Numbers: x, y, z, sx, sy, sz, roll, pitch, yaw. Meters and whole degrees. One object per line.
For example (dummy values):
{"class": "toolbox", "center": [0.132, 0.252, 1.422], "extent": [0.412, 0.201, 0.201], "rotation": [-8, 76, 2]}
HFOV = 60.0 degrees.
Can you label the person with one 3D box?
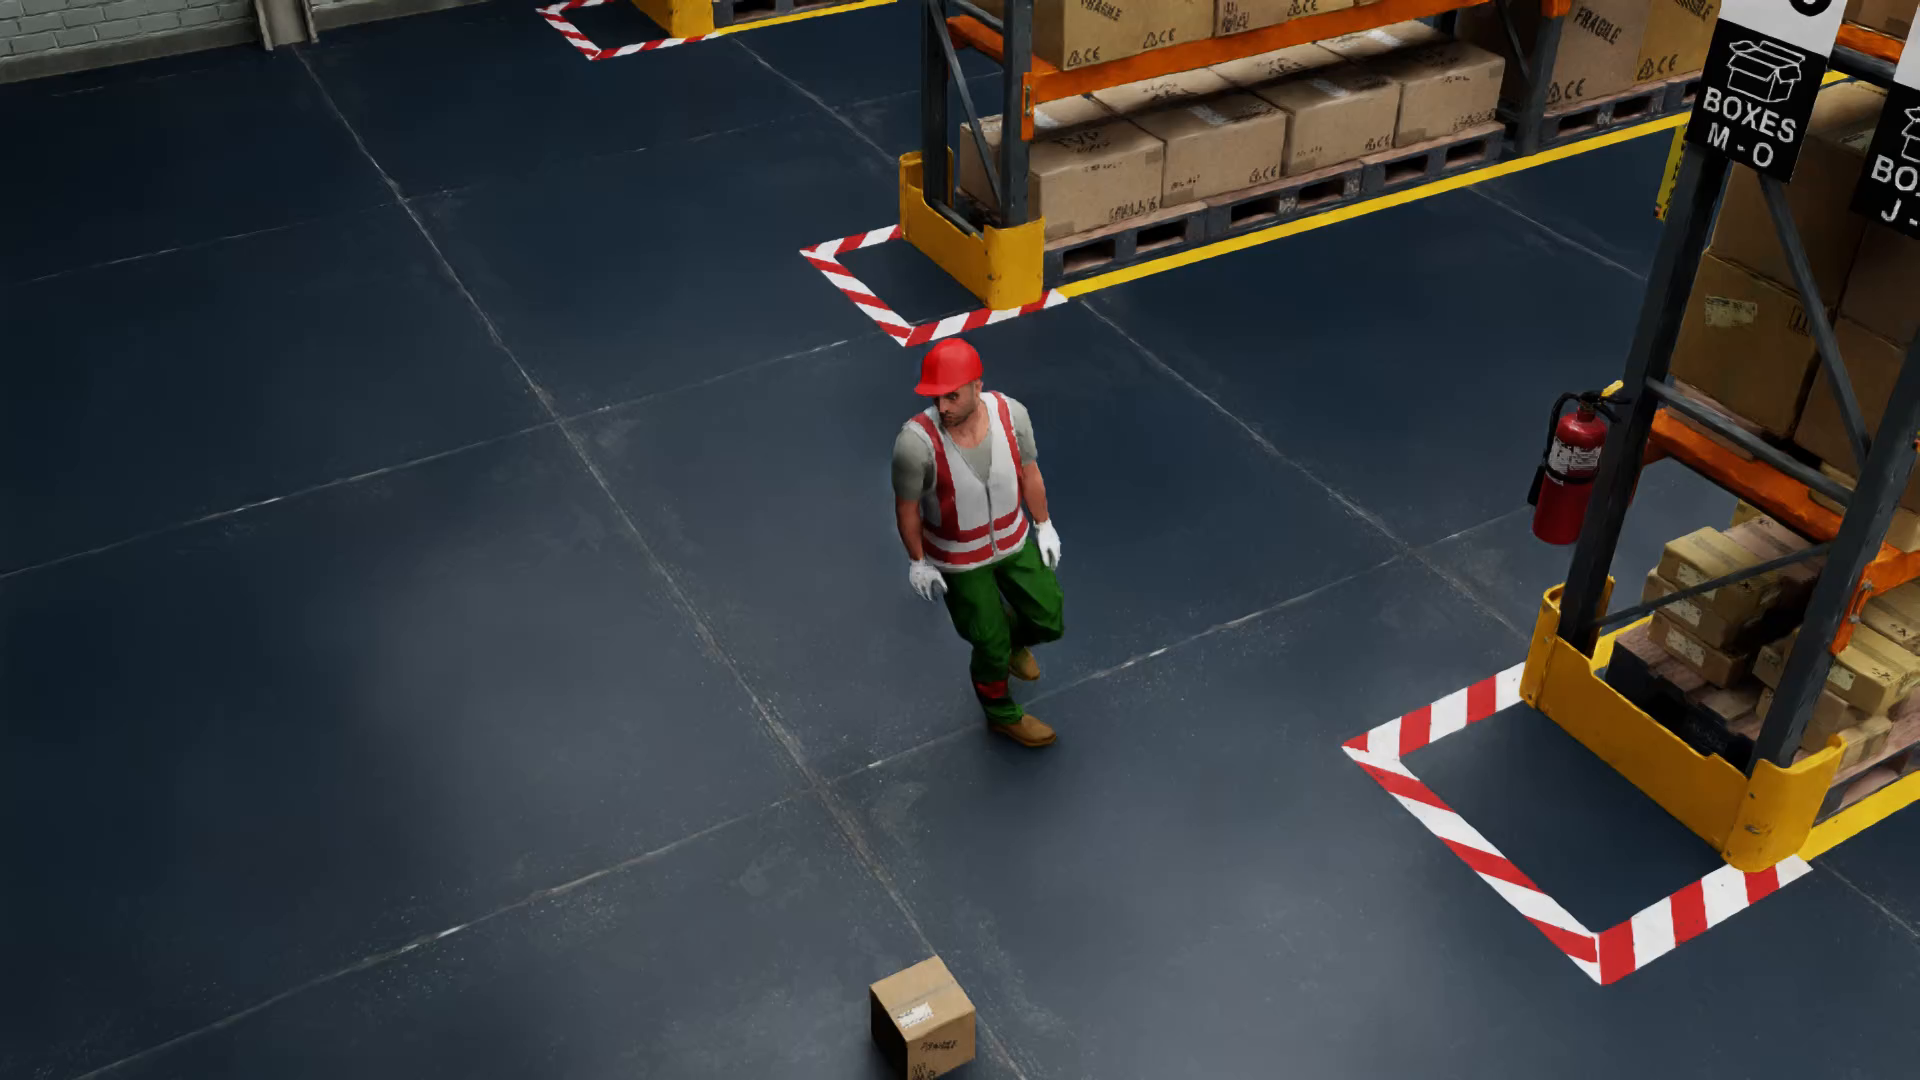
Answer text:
{"class": "person", "center": [0.093, 0.031, 6.111], "extent": [0.649, 1.762, 0.516], "rotation": [-21, 41, -26]}
